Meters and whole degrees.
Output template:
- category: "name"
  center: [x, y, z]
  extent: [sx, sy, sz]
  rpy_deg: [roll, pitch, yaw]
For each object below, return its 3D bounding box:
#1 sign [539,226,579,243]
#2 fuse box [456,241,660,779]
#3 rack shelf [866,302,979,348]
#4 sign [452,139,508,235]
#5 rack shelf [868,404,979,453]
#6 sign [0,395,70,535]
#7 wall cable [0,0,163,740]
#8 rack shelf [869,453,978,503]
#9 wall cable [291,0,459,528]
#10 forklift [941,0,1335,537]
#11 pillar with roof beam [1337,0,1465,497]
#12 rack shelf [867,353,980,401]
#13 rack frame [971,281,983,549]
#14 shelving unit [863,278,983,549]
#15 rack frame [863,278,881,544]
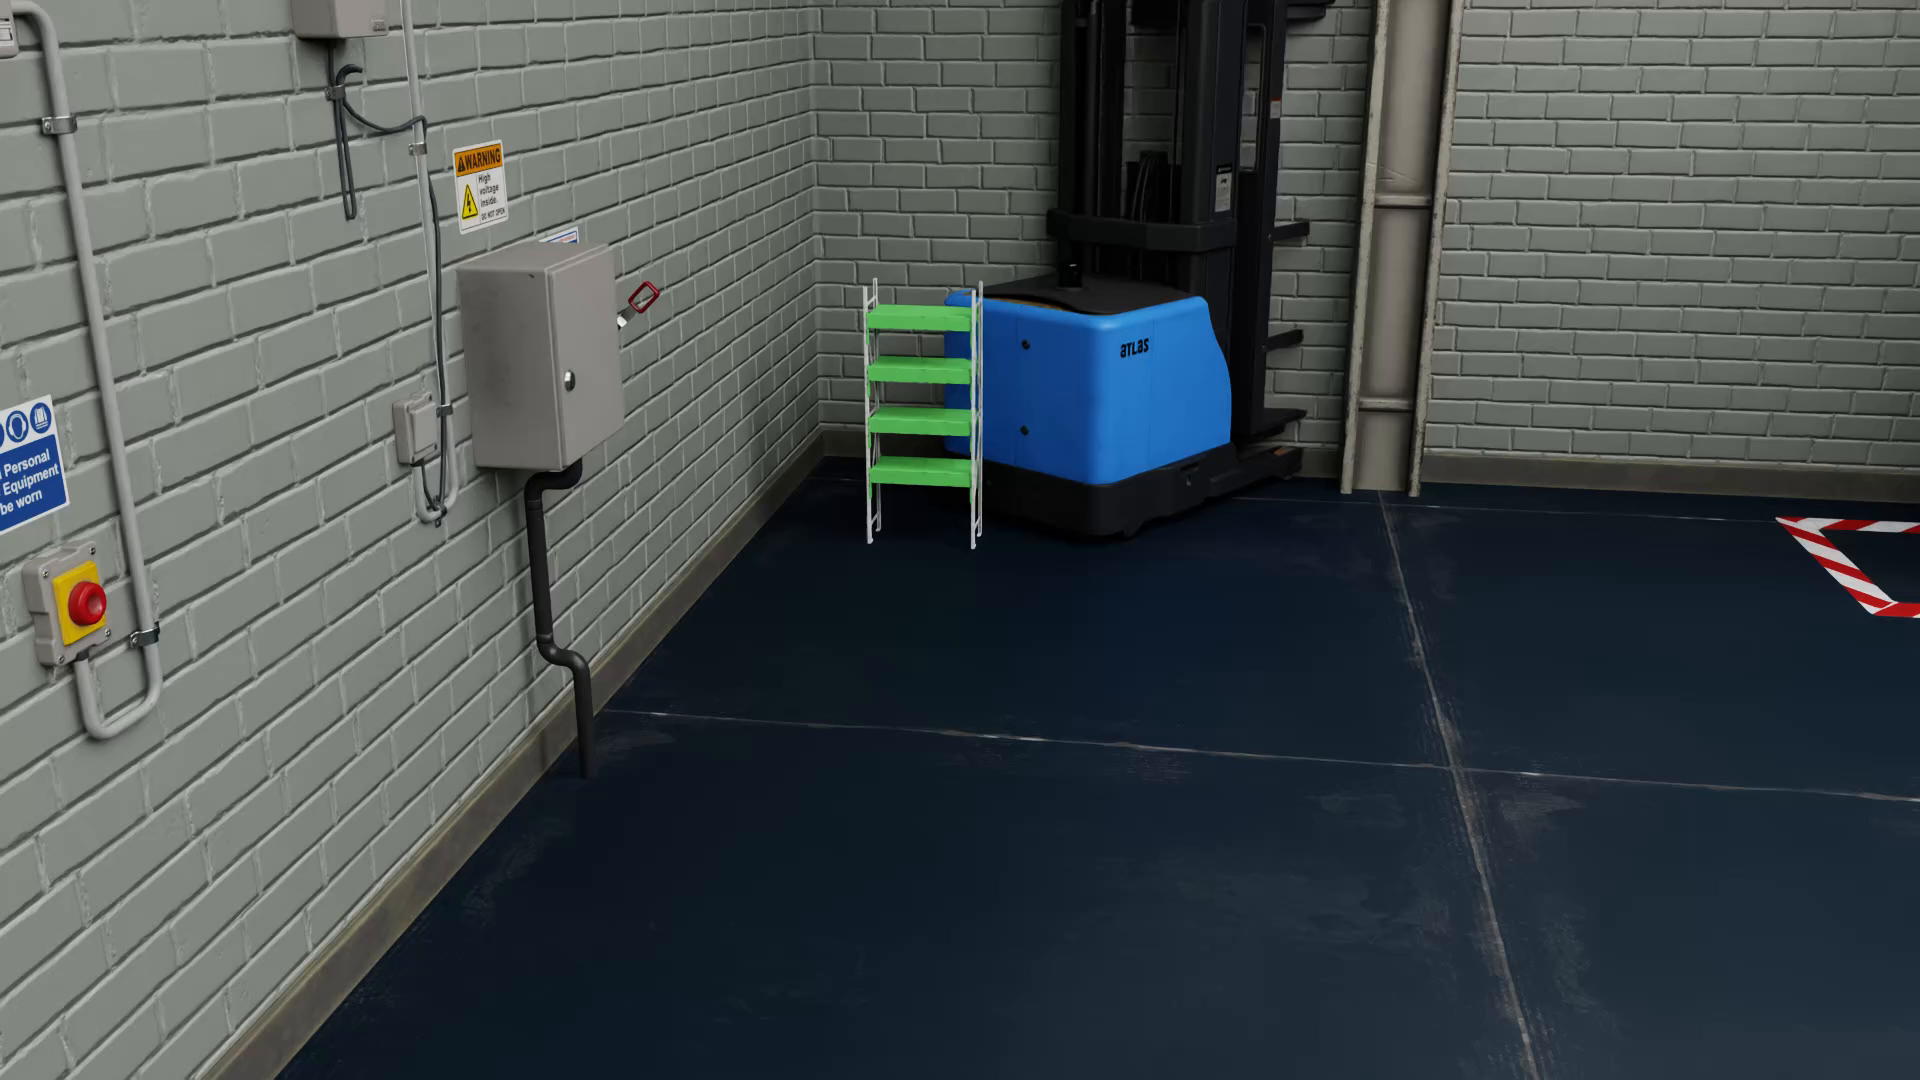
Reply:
- category: "sign"
  center: [-1.318, -0.775, 5.542]
  extent: [0.001, 0.494, 0.329]
  rpy_deg: [3, 19, 9]
- category: "fuse box"
  center: [-1.192, -0.044, 5.237]
  extent: [0.414, 1.711, 0.539]
  rpy_deg: [3, 19, 9]
- category: "rack shelf"
  center: [-0.163, -0.972, 7.506]
  extent: [0.480, 0.148, 0.258]
  rpy_deg: [3, 19, 9]
- category: "sign"
  center: [-1.405, -1.040, 4.881]
  extent: [0.001, 0.242, 0.339]
  rpy_deg: [3, 19, 9]
- category: "rack shelf"
  center: [-0.163, -0.517, 7.658]
  extent: [0.480, 0.148, 0.258]
  rpy_deg: [3, 19, 9]
- category: "sign"
  center: [-1.737, -0.120, 3.009]
  extent: [0.001, 0.218, 0.327]
  rpy_deg: [3, 19, 9]
- category: "wall cable"
  center: [-1.669, -0.501, 2.922]
  extent: [0.123, 1.953, 0.585]
  rpy_deg: [3, 19, 9]
- category: "rack shelf"
  center: [-0.163, -0.289, 7.734]
  extent: [0.480, 0.148, 0.258]
  rpy_deg: [3, 19, 9]
- category: "wall cable"
  center: [-1.455, -0.931, 4.257]
  extent: [0.122, 1.984, 0.588]
  rpy_deg: [3, 19, 9]
- category: "forklift"
  center: [1.265, -1.795, 8.549]
  extent: [1.130, 2.935, 3.031]
  rpy_deg: [16, 24, 39]
- category: "pillar with roof beam"
  center: [1.484, -3.197, 3.177]
  extent: [0.400, 9.000, 9.100]
  rpy_deg: [3, 19, 9]
- category: "rack shelf"
  center: [-0.163, -0.744, 7.582]
  extent: [0.480, 0.148, 0.258]
  rpy_deg: [3, 19, 9]
- category: "rack frame"
  center: [0.077, -0.565, 7.601]
  extent: [0.015, 1.200, 0.240]
  rpy_deg: [3, 19, 9]
- category: "shelving unit"
  center: [-0.163, -0.577, 7.638]
  extent: [0.503, 1.200, 0.258]
  rpy_deg: [3, 19, 9]
- category: "rack frame"
  center: [-0.404, -0.590, 7.674]
  extent: [0.015, 1.200, 0.240]
  rpy_deg: [3, 19, 9]
